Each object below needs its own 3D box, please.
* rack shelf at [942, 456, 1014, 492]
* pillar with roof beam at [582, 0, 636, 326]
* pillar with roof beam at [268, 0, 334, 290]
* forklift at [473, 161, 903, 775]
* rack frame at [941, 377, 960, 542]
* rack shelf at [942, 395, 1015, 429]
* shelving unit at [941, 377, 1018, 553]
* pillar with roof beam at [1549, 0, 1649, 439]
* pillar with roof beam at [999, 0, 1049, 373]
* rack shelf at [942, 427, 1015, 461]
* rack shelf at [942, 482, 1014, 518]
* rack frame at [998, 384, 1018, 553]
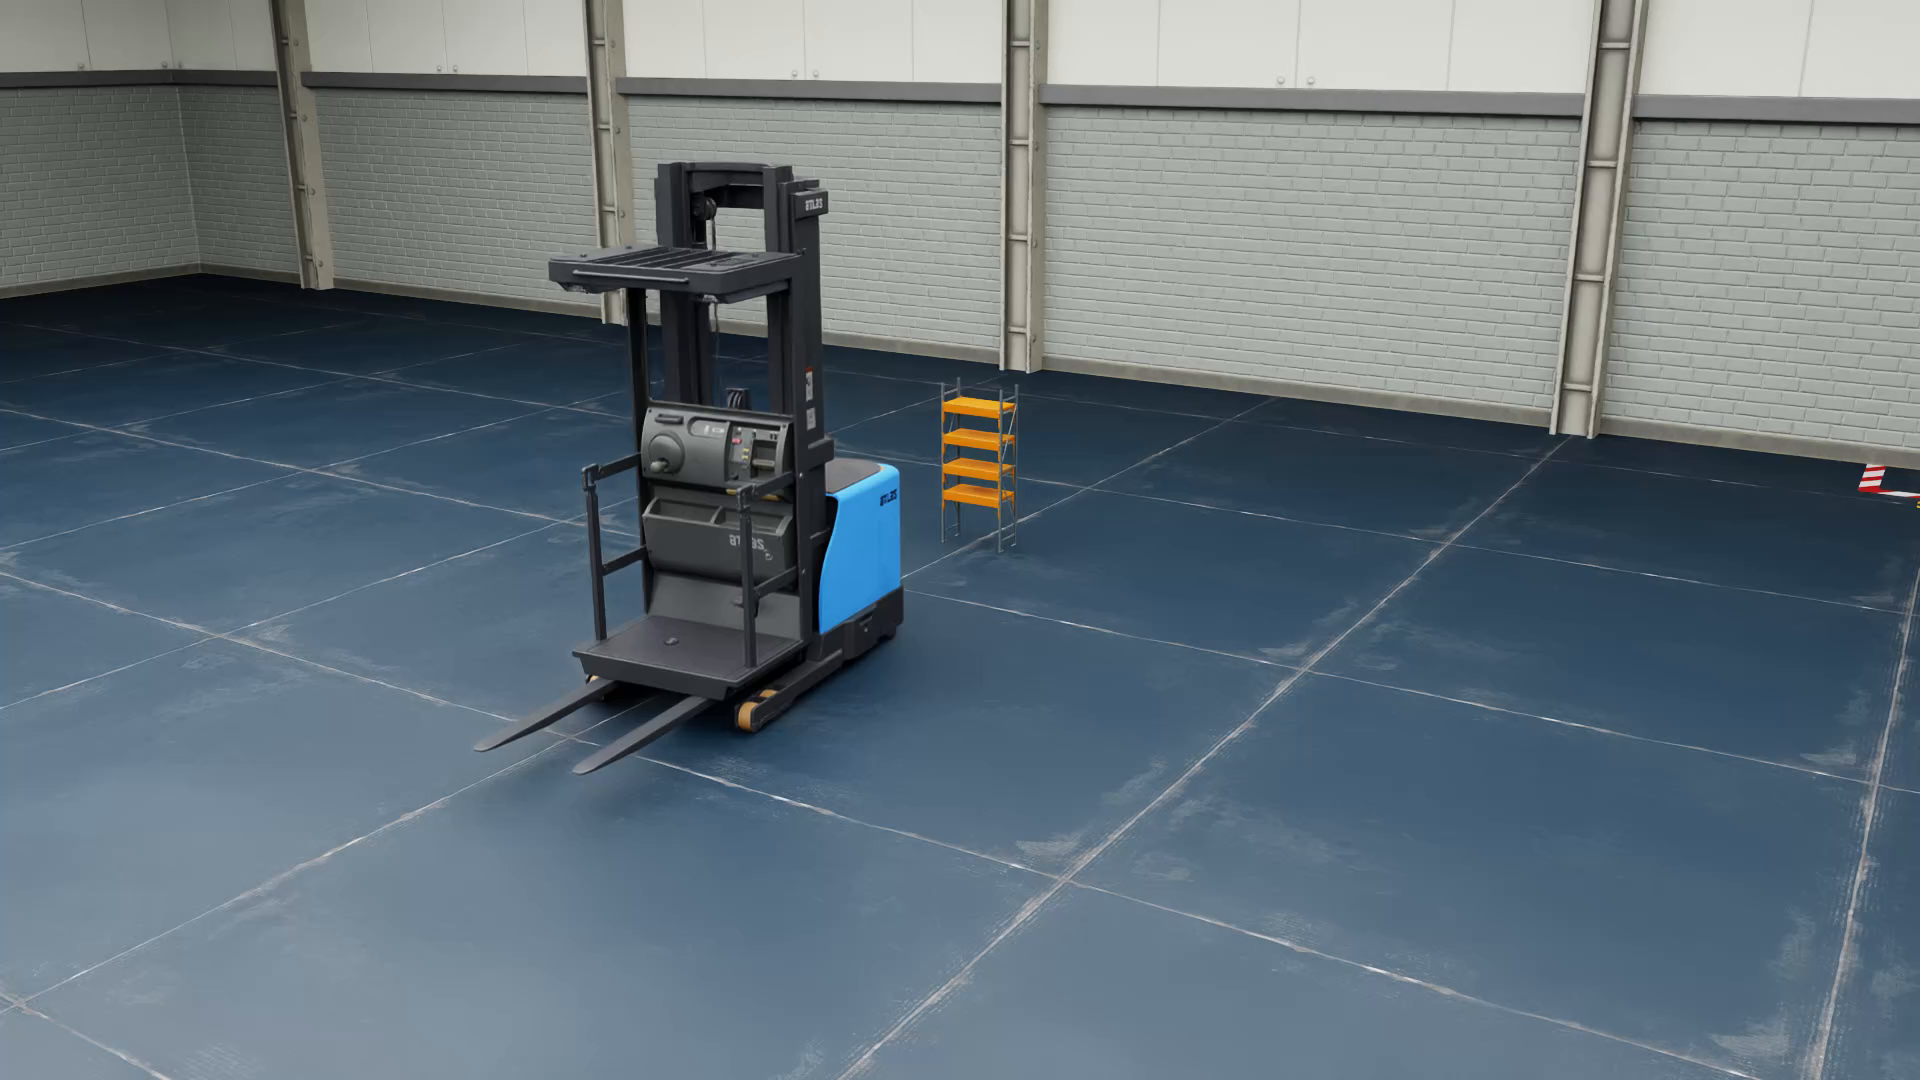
[{"bbox_3d":[0.141,-0.485,12.143,0.480,0.148,0.258,10,20,30],"label":"rack shelf"},{"bbox_3d":[-6.676,-6.073,16.893,0.400,9.000,9.100,10,20,30],"label":"pillar with roof beam"},{"bbox_3d":[-11.789,-6.986,19.897,0.400,9.000,9.100,10,20,30],"label":"pillar with roof beam"},{"bbox_3d":[-1.450,-0.510,9.016,1.130,2.935,3.031,8,19,25],"label":"forklift"},{"bbox_3d":[-0.067,-0.586,12.246,0.015,1.200,0.240,10,20,30],"label":"rack frame"},{"bbox_3d":[0.141,-0.925,12.010,0.480,0.148,0.258,10,20,30],"label":"rack shelf"},{"bbox_3d":[0.141,-0.549,12.124,0.503,1.200,0.258,10,20,30],"label":"shelving unit"},{"bbox_3d":[3.549,-4.248,10.884,0.400,9.000,9.100,10,20,30],"label":"pillar with roof beam"},{"bbox_3d":[-1.563,-5.161,13.888,0.400,9.000,9.100,10,20,30],"label":"pillar with roof beam"},{"bbox_3d":[0.141,-0.699,12.078,0.480,0.148,0.258,10,20,30],"label":"rack shelf"},{"bbox_3d":[0.141,-0.295,12.201,0.480,0.148,0.258,10,20,30],"label":"rack shelf"},{"bbox_3d":[0.349,-0.512,12.002,0.015,1.200,0.240,10,20,30],"label":"rack frame"}]
